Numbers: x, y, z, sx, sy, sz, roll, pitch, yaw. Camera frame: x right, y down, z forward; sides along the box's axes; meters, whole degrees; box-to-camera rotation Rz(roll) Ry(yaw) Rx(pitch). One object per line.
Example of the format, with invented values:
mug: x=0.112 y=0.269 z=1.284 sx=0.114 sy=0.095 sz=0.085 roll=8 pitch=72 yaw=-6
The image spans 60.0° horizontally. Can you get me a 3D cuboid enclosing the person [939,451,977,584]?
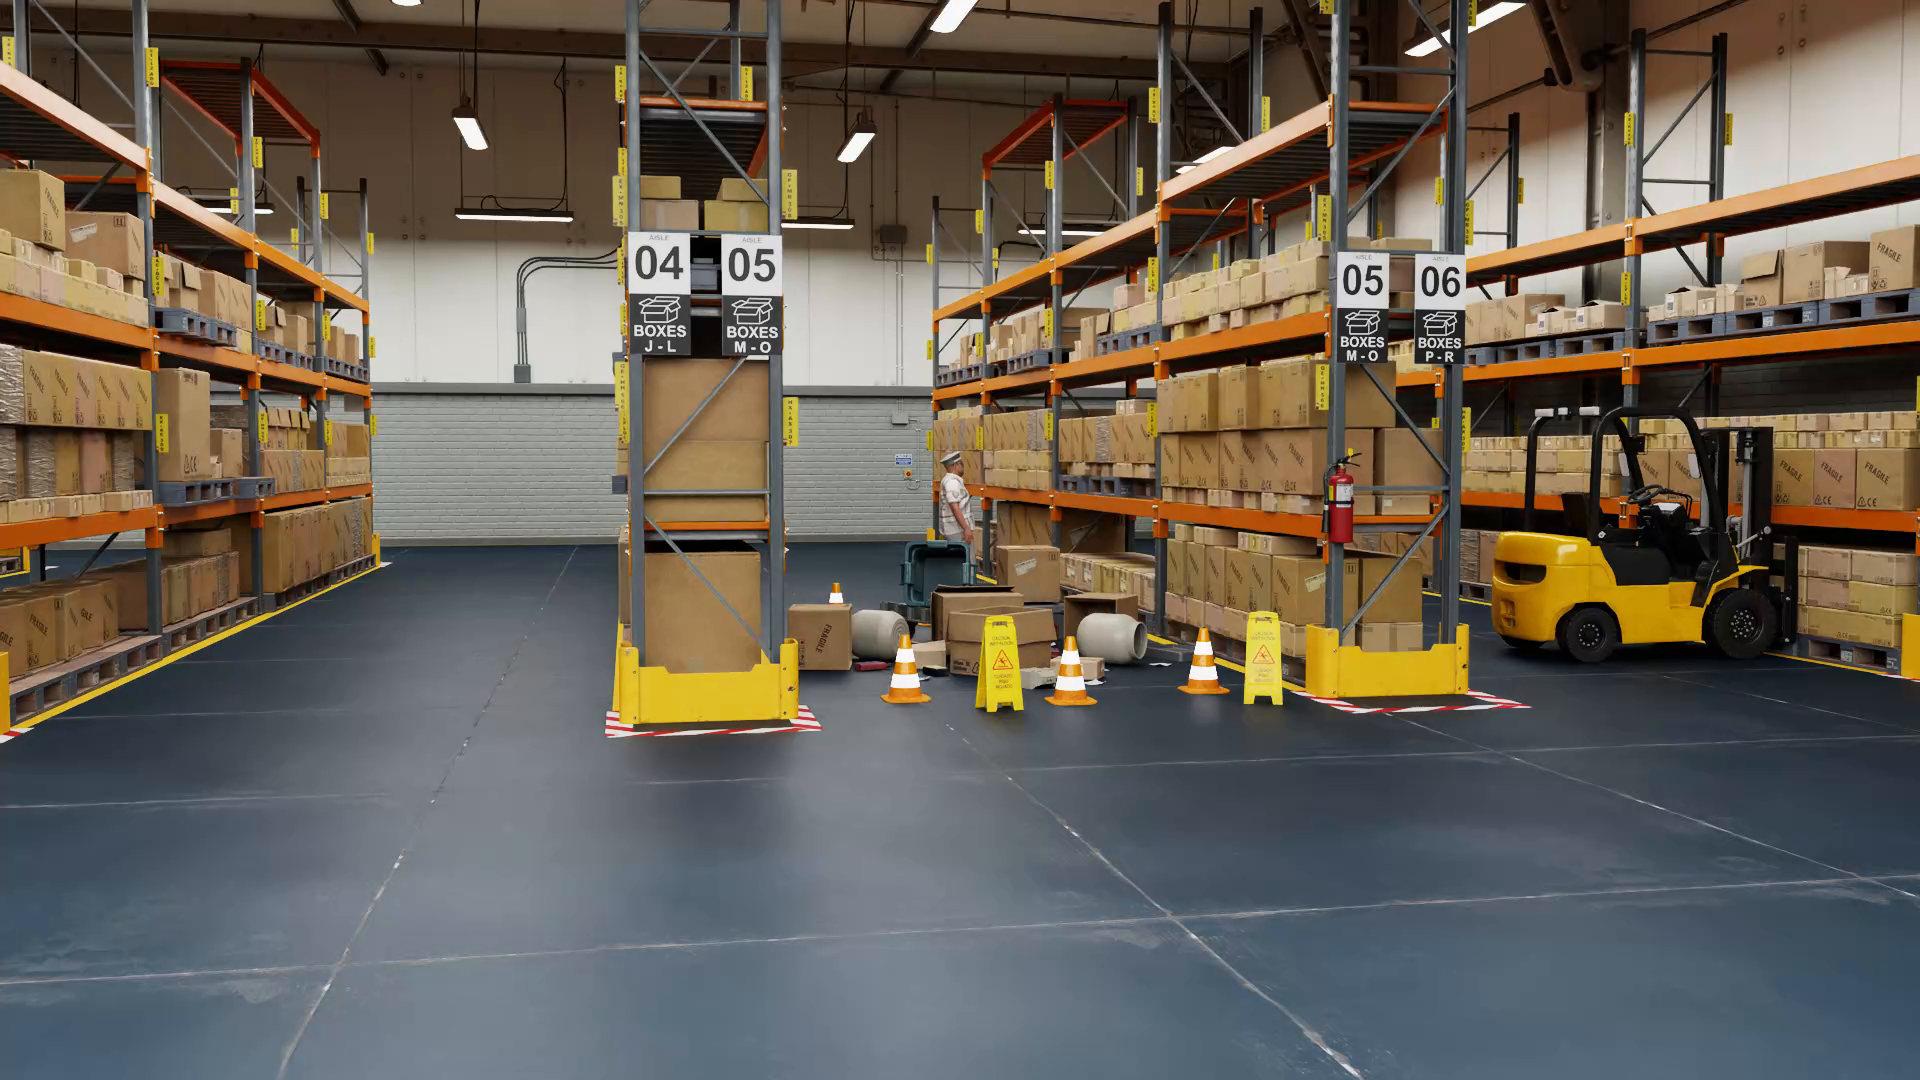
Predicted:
person: x=0.062 y=-0.091 z=18.292 sx=0.573 sy=1.782 sz=0.641 roll=-1 pitch=3 yaw=-11
